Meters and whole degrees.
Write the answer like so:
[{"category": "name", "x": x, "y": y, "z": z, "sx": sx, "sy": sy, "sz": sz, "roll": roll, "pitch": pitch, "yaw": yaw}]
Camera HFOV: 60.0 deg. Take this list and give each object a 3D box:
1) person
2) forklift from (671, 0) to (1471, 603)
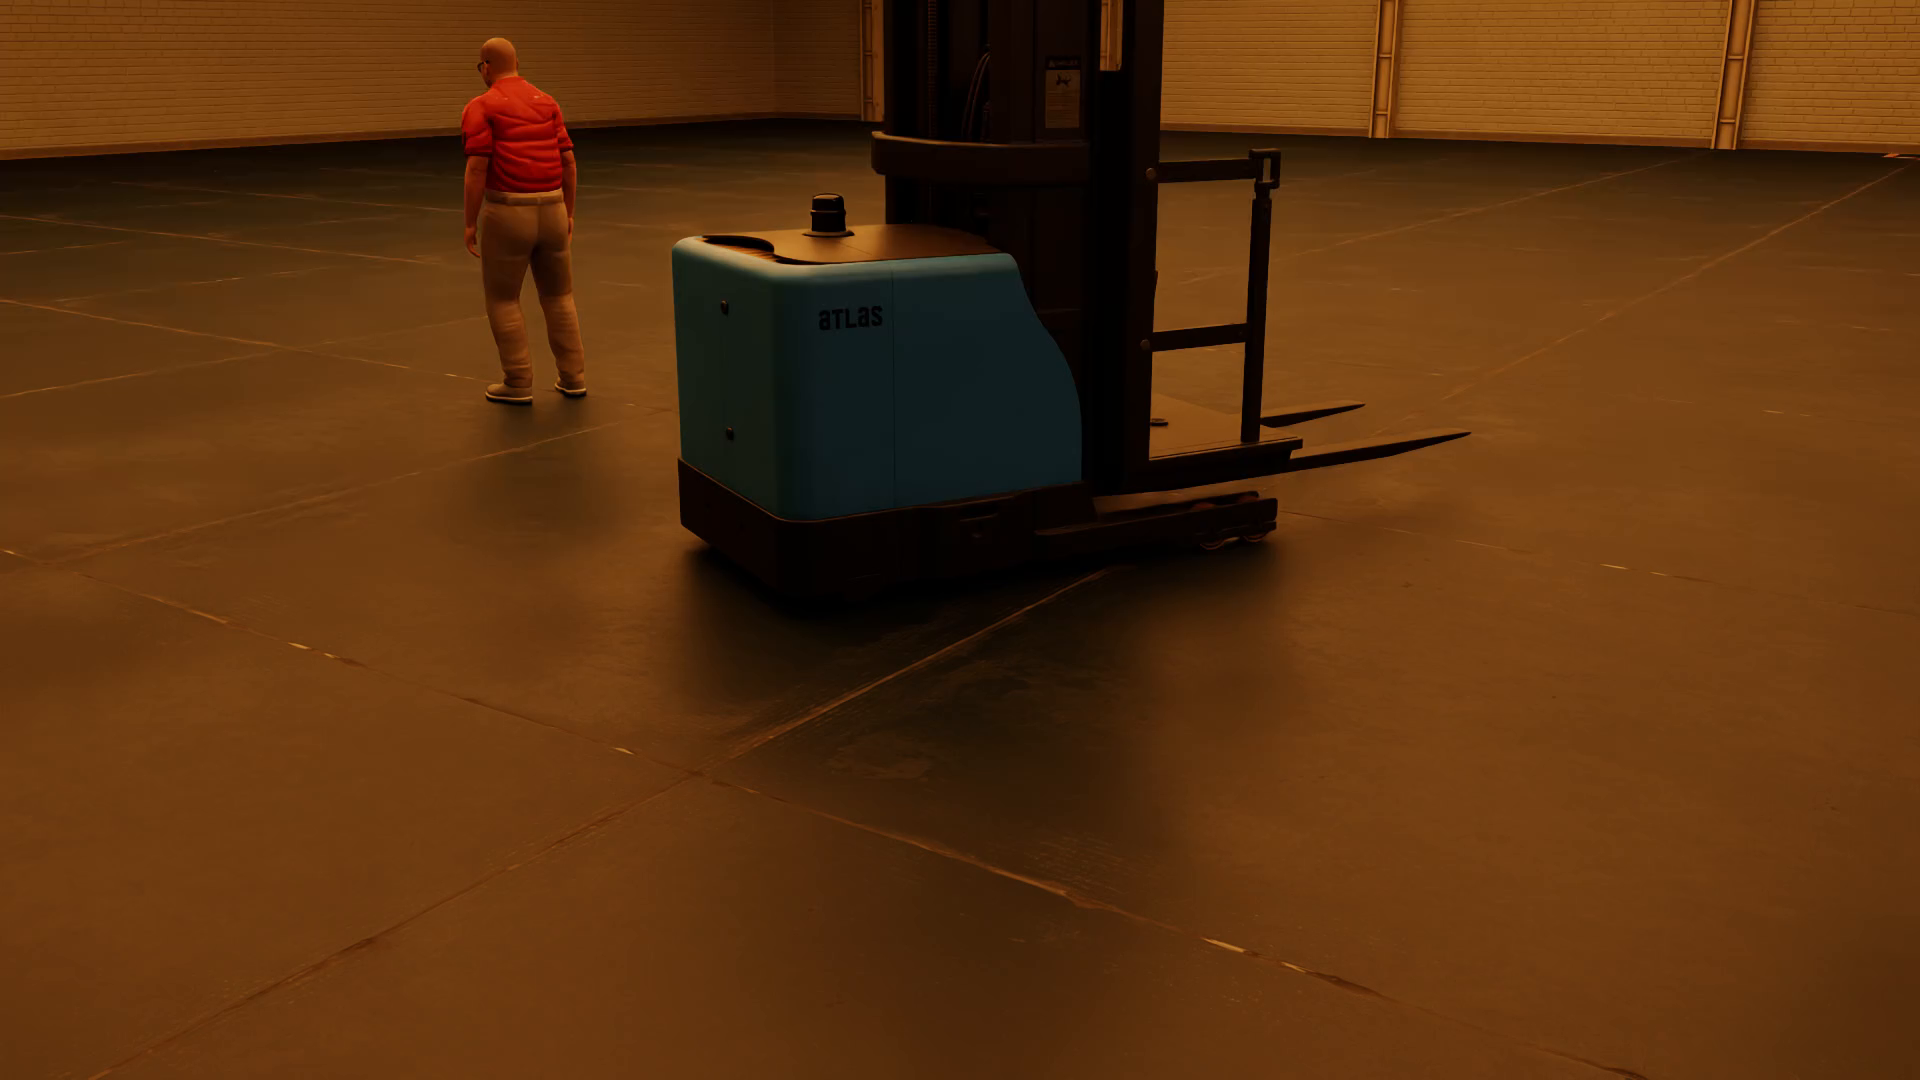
[{"category": "person", "x": -2.126, "y": -1.540, "z": 8.081, "sx": 0.607, "sy": 1.727, "sz": 0.397, "roll": -15, "pitch": 22, "yaw": -40}, {"category": "forklift", "x": 0.548, "y": -1.492, "z": 5.822, "sx": 3.031, "sy": 2.935, "sz": 1.130, "roll": -9, "pitch": 19, "yaw": -28}]
